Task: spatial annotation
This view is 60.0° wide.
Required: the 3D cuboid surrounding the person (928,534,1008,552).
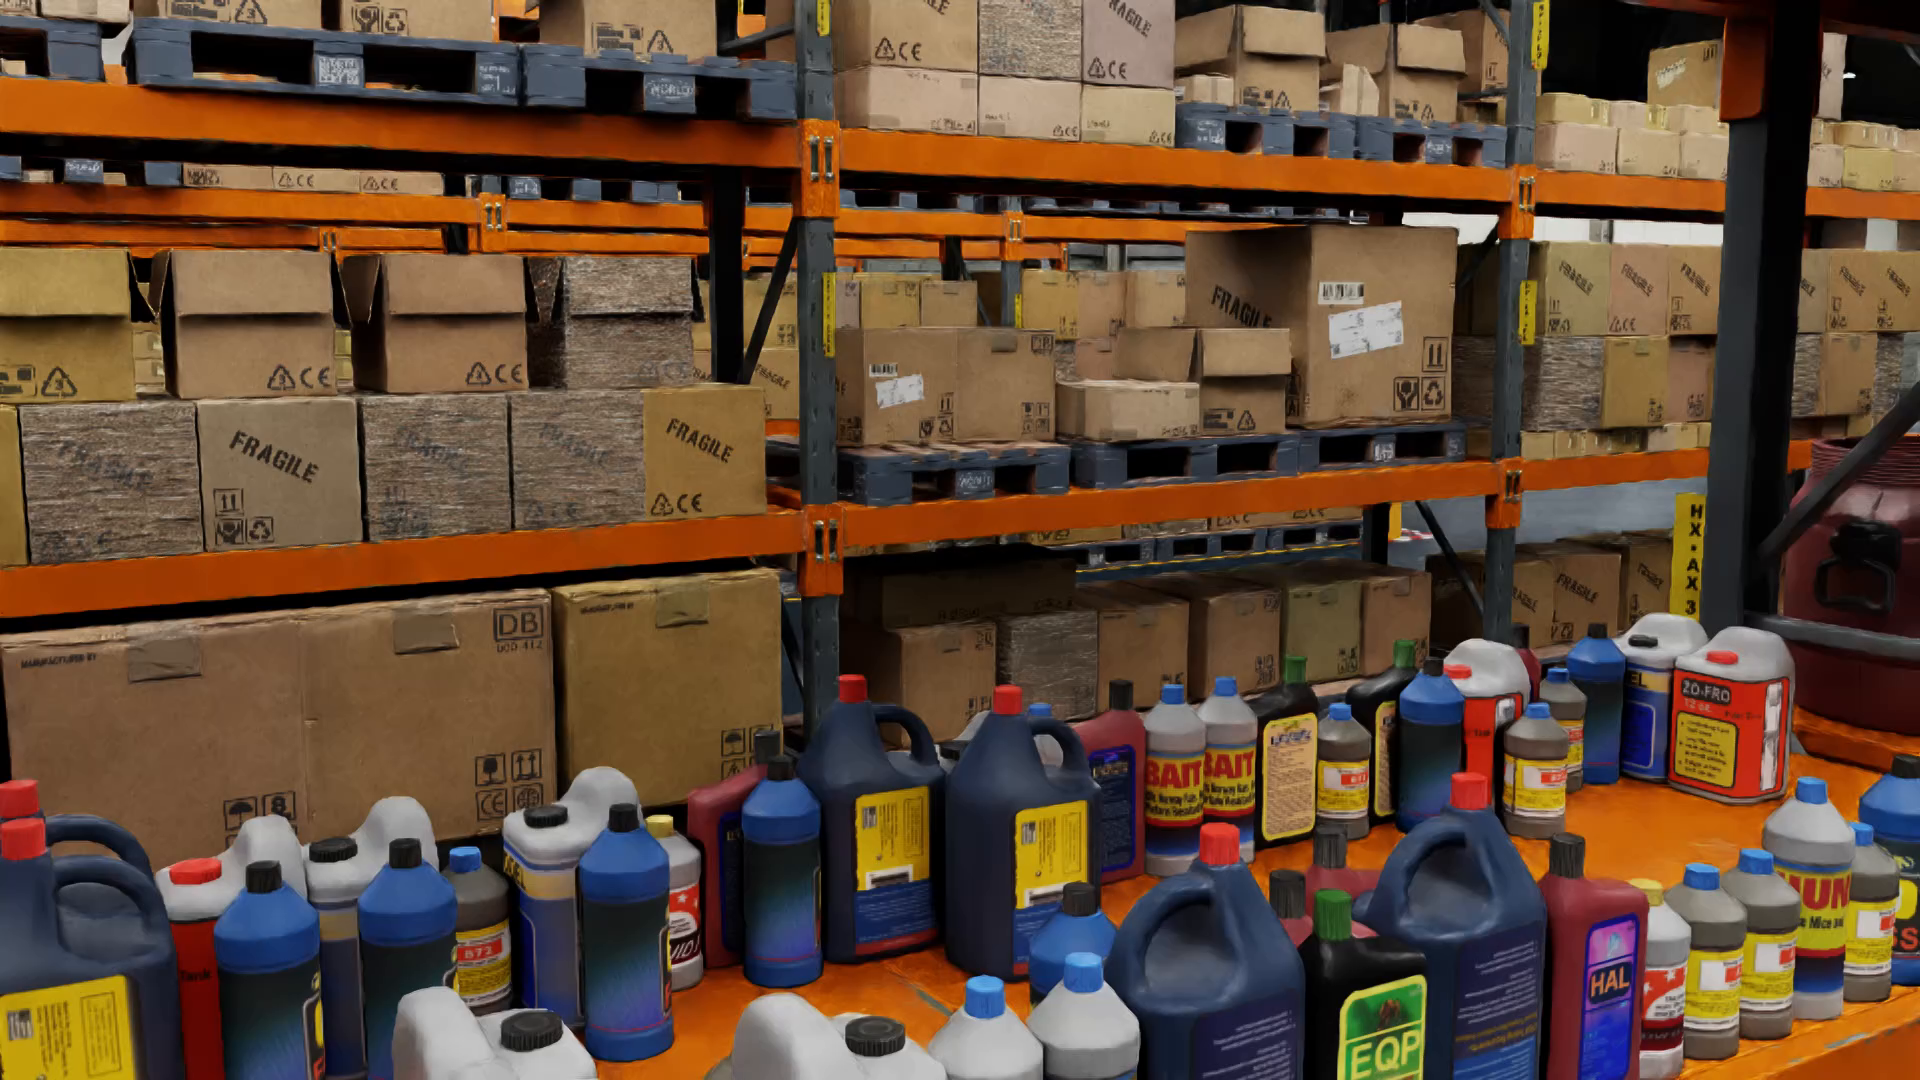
[{"bbox_3d":[0.034,-0.126,9.495,0.693,1.780,0.523,6,10,39],"label":"person"}]
